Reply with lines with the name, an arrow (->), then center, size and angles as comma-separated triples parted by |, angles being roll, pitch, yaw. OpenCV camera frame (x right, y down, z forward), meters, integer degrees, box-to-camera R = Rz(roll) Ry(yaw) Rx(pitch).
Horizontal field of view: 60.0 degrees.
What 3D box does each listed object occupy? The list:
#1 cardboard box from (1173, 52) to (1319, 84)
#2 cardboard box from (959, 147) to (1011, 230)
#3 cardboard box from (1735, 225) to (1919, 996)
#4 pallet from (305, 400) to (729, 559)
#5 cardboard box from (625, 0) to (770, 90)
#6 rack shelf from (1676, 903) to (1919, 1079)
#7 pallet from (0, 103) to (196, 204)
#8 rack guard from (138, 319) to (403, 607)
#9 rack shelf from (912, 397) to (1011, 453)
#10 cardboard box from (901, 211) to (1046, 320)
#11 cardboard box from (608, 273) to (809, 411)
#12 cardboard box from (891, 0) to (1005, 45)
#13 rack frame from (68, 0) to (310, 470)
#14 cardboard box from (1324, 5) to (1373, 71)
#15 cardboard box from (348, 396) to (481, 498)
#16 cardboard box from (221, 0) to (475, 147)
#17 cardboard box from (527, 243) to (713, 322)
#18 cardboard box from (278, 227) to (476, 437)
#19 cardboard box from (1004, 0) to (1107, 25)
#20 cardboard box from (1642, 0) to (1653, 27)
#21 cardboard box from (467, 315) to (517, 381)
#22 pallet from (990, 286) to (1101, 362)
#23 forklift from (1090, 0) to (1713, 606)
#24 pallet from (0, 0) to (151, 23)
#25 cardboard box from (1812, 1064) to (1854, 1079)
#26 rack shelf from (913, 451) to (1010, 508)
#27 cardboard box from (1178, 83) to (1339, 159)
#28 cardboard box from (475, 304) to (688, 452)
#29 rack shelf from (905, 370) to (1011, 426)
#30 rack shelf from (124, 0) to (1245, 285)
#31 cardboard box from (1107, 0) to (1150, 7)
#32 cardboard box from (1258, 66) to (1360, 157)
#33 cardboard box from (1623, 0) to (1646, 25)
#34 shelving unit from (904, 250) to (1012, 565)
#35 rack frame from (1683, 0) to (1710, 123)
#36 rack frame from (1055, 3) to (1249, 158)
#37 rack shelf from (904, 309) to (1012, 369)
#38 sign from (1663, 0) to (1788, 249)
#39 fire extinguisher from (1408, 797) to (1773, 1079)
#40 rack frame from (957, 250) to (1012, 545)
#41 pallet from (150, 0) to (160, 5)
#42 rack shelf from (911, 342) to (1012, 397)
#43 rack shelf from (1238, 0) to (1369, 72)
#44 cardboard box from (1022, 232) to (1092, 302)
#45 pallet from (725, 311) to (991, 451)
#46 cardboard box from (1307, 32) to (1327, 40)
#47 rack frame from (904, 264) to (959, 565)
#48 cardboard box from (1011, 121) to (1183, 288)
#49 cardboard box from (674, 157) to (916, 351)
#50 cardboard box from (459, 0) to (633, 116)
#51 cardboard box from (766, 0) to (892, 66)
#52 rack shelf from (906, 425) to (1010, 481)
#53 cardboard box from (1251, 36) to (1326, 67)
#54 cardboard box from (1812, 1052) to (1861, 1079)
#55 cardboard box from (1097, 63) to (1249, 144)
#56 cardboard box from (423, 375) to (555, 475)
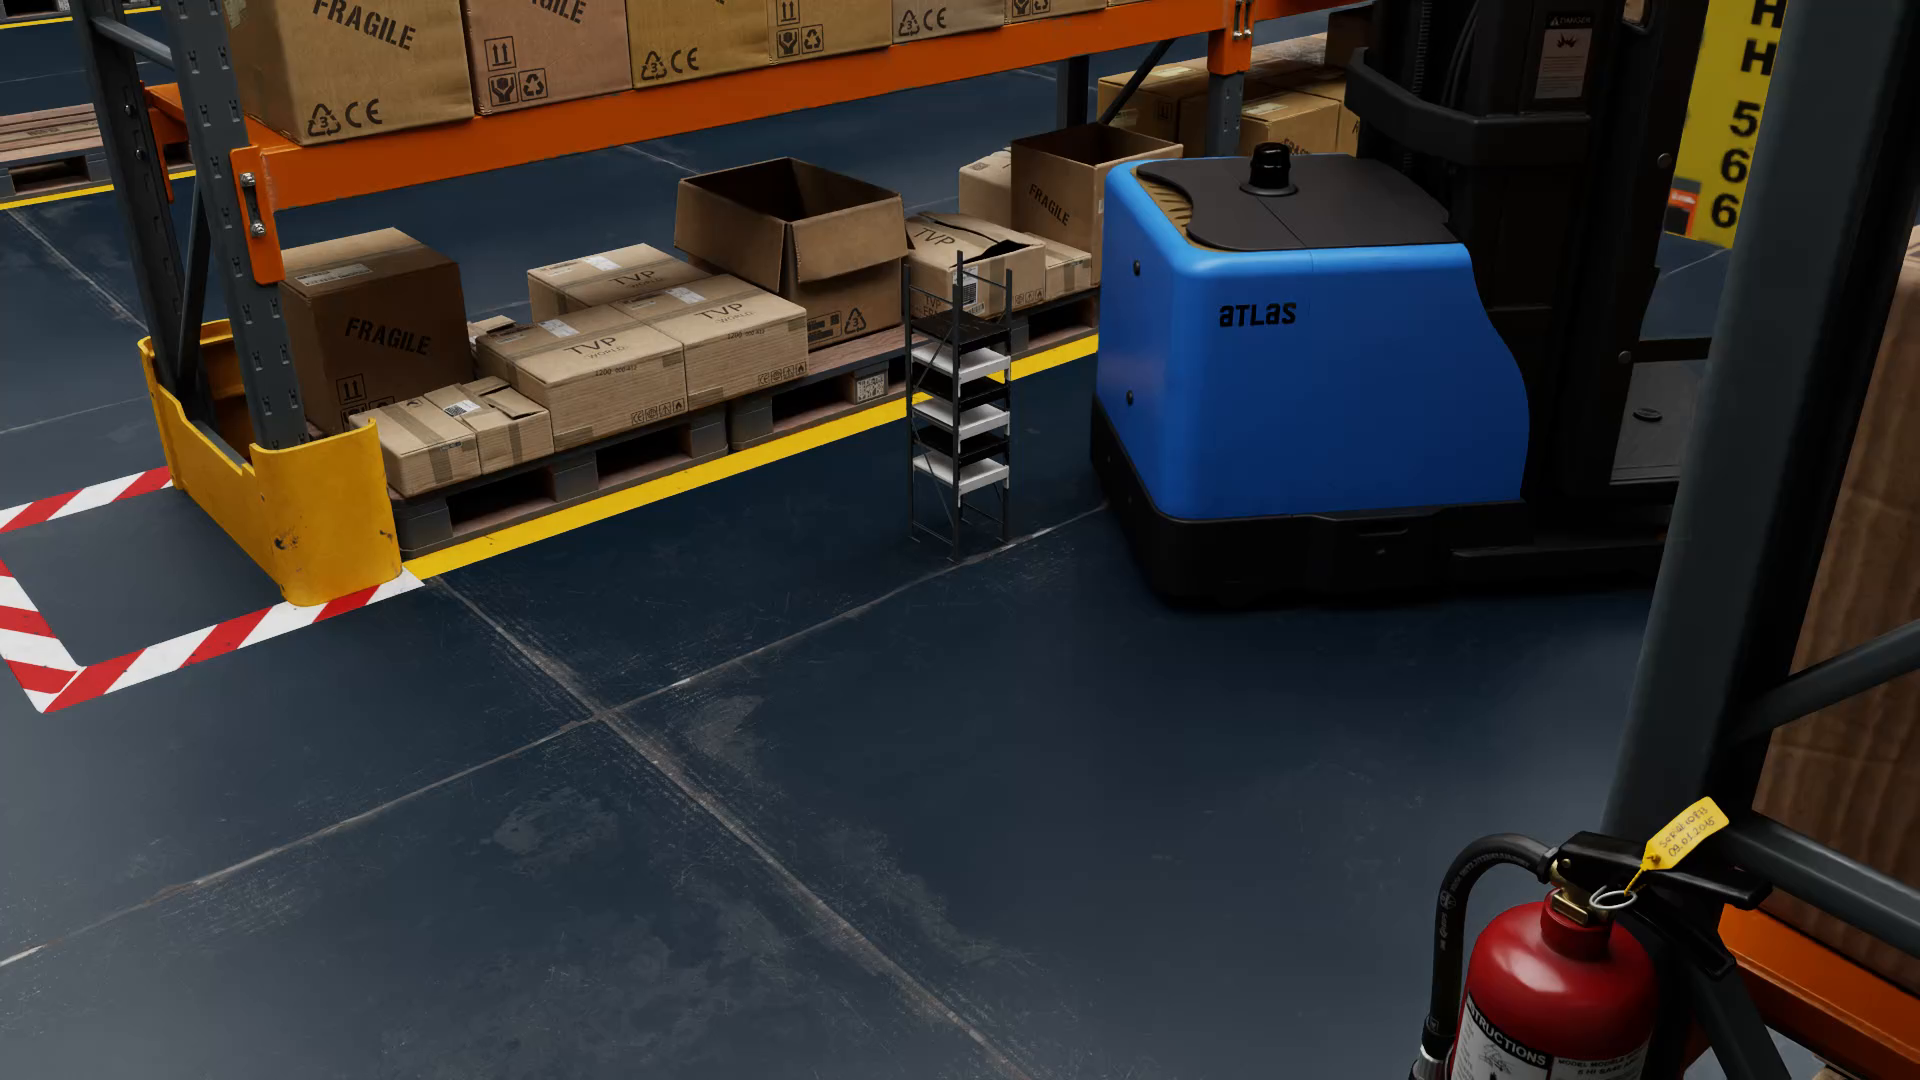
cardboard box -> 1.375, -2.069, 8.125 | 0.500, 0.500, 0.500 | -22, 35, -35
cardboard box -> 0.344, -1.533, 7.322 | 0.500, 0.311, 0.500 | -22, 35, -35
cardboard box -> 1.361, 0.131, 1.504 | 0.700, 0.700, 0.980 | -20, 34, -33
pallet -> -1.575, -0.390, 5.756 | 1.213, 0.211, 1.003 | -22, 35, -35
cardboard box -> -0.958, -1.750, 5.236 | 0.500, 0.500, 0.500 | -22, 35, -35
rack shelf -> 2.501, 0.128, 2.591 | 4.000, 0.370, 1.077 | -22, 35, -35
pallet -> -4.799, -2.138, 9.027 | 1.213, 0.211, 1.003 | -22, 35, -35
rack guard -> -2.181, -0.273, 5.230 | 0.348, 0.500, 1.175 | -22, 35, -35
rack shelf -> -0.006, -0.365, 5.049 | 0.200, 0.077, 0.258 | -22, 35, -35
cardboard box -> -0.016, -1.079, 6.472 | 0.500, 0.311, 0.500 | -22, 35, -35
cardboard box -> -0.880, -0.704, 5.836 | 0.500, 0.250, 0.500 | -22, 35, -35
cardboard box -> -0.190, -2.059, 5.814 | 0.500, 0.500, 0.500 | -21, 35, -34
rack frame -> -2.239, -1.352, 4.598 | 0.127, 3.000, 1.000 | -22, 35, -35
cardboard box -> 2.091, -2.365, 7.882 | 0.500, 0.250, 0.500 | -22, 35, -35
cardboard box -> -1.697, -0.294, 5.175 | 0.250, 0.149, 0.380 | -22, 35, -35
cardboard box -> -1.730, -1.438, 4.651 | 0.500, 0.500, 0.500 | -21, 35, -34
cardboard box -> -1.243, -0.868, 6.142 | 0.500, 0.250, 0.500 | -22, 35, -35
cardboard box -> -1.985, -0.698, 5.560 | 0.500, 0.500, 0.500 | -22, 35, -35
cardboard box -> 0.199, -2.217, 6.110 | 0.500, 0.500, 0.500 | -21, 34, -34
cardboard box -> 4.086, -3.268, 10.059 | 0.500, 0.311, 0.500 | -21, 34, -34
cardboard box -> -1.619, -0.643, 5.810 | 0.250, 0.166, 0.380 | -22, 35, -35
pallet -> 0.281, -1.136, 7.152 | 1.213, 0.211, 1.003 | -22, 35, -35
forklift -> 1.996, -1.401, 4.762 | 3.031, 2.935, 1.130 | -4, 28, -7
pallet -> -7.181, -4.319, 13.109 | 1.213, 0.211, 1.003 | -22, 35, -35
cardboard box -> 1.447, 1.090, 2.234 | 0.500, 0.500, 0.700 | -22, 35, -35
rack shelf -> -0.006, -0.206, 5.134 | 0.200, 0.077, 0.258 | -22, 35, -35
cardboard box -> 1.330, -1.728, 7.486 | 0.500, 0.500, 0.500 | -24, 36, -37
cardboard box -> -1.261, -0.551, 5.549 | 0.500, 0.250, 0.500 | -22, 35, -35
rack shelf -> -0.006, -0.444, 5.007 | 0.200, 0.077, 0.258 | -22, 35, -35
rack shelf -> -0.717, -1.647, 5.912 | 4.000, 0.370, 1.077 | -22, 35, -35
cardboard box -> 0.590, -2.375, 6.406 | 0.500, 0.500, 0.500 | -21, 35, -34
cardboard box -> 1.729, -1.895, 7.799 | 0.500, 0.500, 0.500 | -21, 35, -34
cardboard box -> 3.248, -2.833, 8.758 | 0.500, 0.250, 0.500 | -20, 34, -33
shelving unit -> -0.006, -0.394, 5.033 | 0.210, 0.900, 0.258 | -22, 35, -35
rack frame -> 3.847, -3.800, 9.177 | 0.127, 3.000, 1.000 | -22, 35, -35
rack frame -> 0.804, -2.576, 6.888 | 0.127, 3.000, 1.000 | -22, 35, -35
rack shelf -> -0.006, -0.603, 4.922 | 0.200, 0.077, 0.258 | -22, 35, -35
sign -> 0.637, -0.391, 1.320 | 0.005, 0.325, 0.100 | -22, 35, -35
fire extinguisher -> 0.565, 0.502, 1.606 | 0.183, 0.674, 0.296 | -22, 35, -35
rack frame -> 0.071, -0.426, 5.091 | 0.006, 0.900, 0.240 | -22, 35, -35
pallet -> -6.252, -4.695, 13.811 | 1.213, 0.211, 1.003 | -22, 35, -35
rack shelf -> -0.006, -0.524, 4.964 | 0.200, 0.077, 0.258 | -22, 35, -35
rack shelf -> 2.326, -2.870, 8.202 | 4.000, 0.370, 1.077 | -22, 35, -35
cardboard box -> 0.308, -1.100, 6.684 | 0.250, 0.149, 0.380 | -22, 35, -35
pallet -> -0.648, -0.761, 6.450 | 1.213, 0.211, 1.003 | -22, 35, -35
cardboard box -> 2.142, -2.379, 8.705 | 0.500, 0.500, 0.500 | -23, 36, -37
rack frame -> -0.084, -0.363, 4.975 | 0.006, 0.900, 0.240 | -22, 35, -35
cardboard box -> 0.555, -1.391, 6.857 | 0.500, 0.500, 0.500 | -22, 35, -35
cardboard box -> -0.622, -1.092, 6.293 | 0.637, 0.503, 0.797 | -22, 35, -35
cardboard box -> -1.341, -1.597, 4.950 | 0.500, 0.500, 0.500 | -22, 35, -35
cardboard box -> -0.576, -1.902, 5.521 | 0.500, 0.500, 0.500 | -21, 35, -34
rack shelf -> -0.006, -0.286, 5.091 | 0.200, 0.077, 0.258 | -22, 35, -35
cardboard box -> 1.757, -2.223, 8.412 | 0.500, 0.500, 0.500 | -21, 35, -34
cardboard box -> 1.426, 0.699, 2.277 | 0.250, 0.149, 0.380 | -22, 35, -35
cardboard box -> 0.993, -1.921, 7.848 | 0.500, 0.500, 0.500 | -22, 35, -35
cardboard box -> -1.507, -0.378, 5.314 | 0.250, 0.166, 0.380 | -22, 35, -35
